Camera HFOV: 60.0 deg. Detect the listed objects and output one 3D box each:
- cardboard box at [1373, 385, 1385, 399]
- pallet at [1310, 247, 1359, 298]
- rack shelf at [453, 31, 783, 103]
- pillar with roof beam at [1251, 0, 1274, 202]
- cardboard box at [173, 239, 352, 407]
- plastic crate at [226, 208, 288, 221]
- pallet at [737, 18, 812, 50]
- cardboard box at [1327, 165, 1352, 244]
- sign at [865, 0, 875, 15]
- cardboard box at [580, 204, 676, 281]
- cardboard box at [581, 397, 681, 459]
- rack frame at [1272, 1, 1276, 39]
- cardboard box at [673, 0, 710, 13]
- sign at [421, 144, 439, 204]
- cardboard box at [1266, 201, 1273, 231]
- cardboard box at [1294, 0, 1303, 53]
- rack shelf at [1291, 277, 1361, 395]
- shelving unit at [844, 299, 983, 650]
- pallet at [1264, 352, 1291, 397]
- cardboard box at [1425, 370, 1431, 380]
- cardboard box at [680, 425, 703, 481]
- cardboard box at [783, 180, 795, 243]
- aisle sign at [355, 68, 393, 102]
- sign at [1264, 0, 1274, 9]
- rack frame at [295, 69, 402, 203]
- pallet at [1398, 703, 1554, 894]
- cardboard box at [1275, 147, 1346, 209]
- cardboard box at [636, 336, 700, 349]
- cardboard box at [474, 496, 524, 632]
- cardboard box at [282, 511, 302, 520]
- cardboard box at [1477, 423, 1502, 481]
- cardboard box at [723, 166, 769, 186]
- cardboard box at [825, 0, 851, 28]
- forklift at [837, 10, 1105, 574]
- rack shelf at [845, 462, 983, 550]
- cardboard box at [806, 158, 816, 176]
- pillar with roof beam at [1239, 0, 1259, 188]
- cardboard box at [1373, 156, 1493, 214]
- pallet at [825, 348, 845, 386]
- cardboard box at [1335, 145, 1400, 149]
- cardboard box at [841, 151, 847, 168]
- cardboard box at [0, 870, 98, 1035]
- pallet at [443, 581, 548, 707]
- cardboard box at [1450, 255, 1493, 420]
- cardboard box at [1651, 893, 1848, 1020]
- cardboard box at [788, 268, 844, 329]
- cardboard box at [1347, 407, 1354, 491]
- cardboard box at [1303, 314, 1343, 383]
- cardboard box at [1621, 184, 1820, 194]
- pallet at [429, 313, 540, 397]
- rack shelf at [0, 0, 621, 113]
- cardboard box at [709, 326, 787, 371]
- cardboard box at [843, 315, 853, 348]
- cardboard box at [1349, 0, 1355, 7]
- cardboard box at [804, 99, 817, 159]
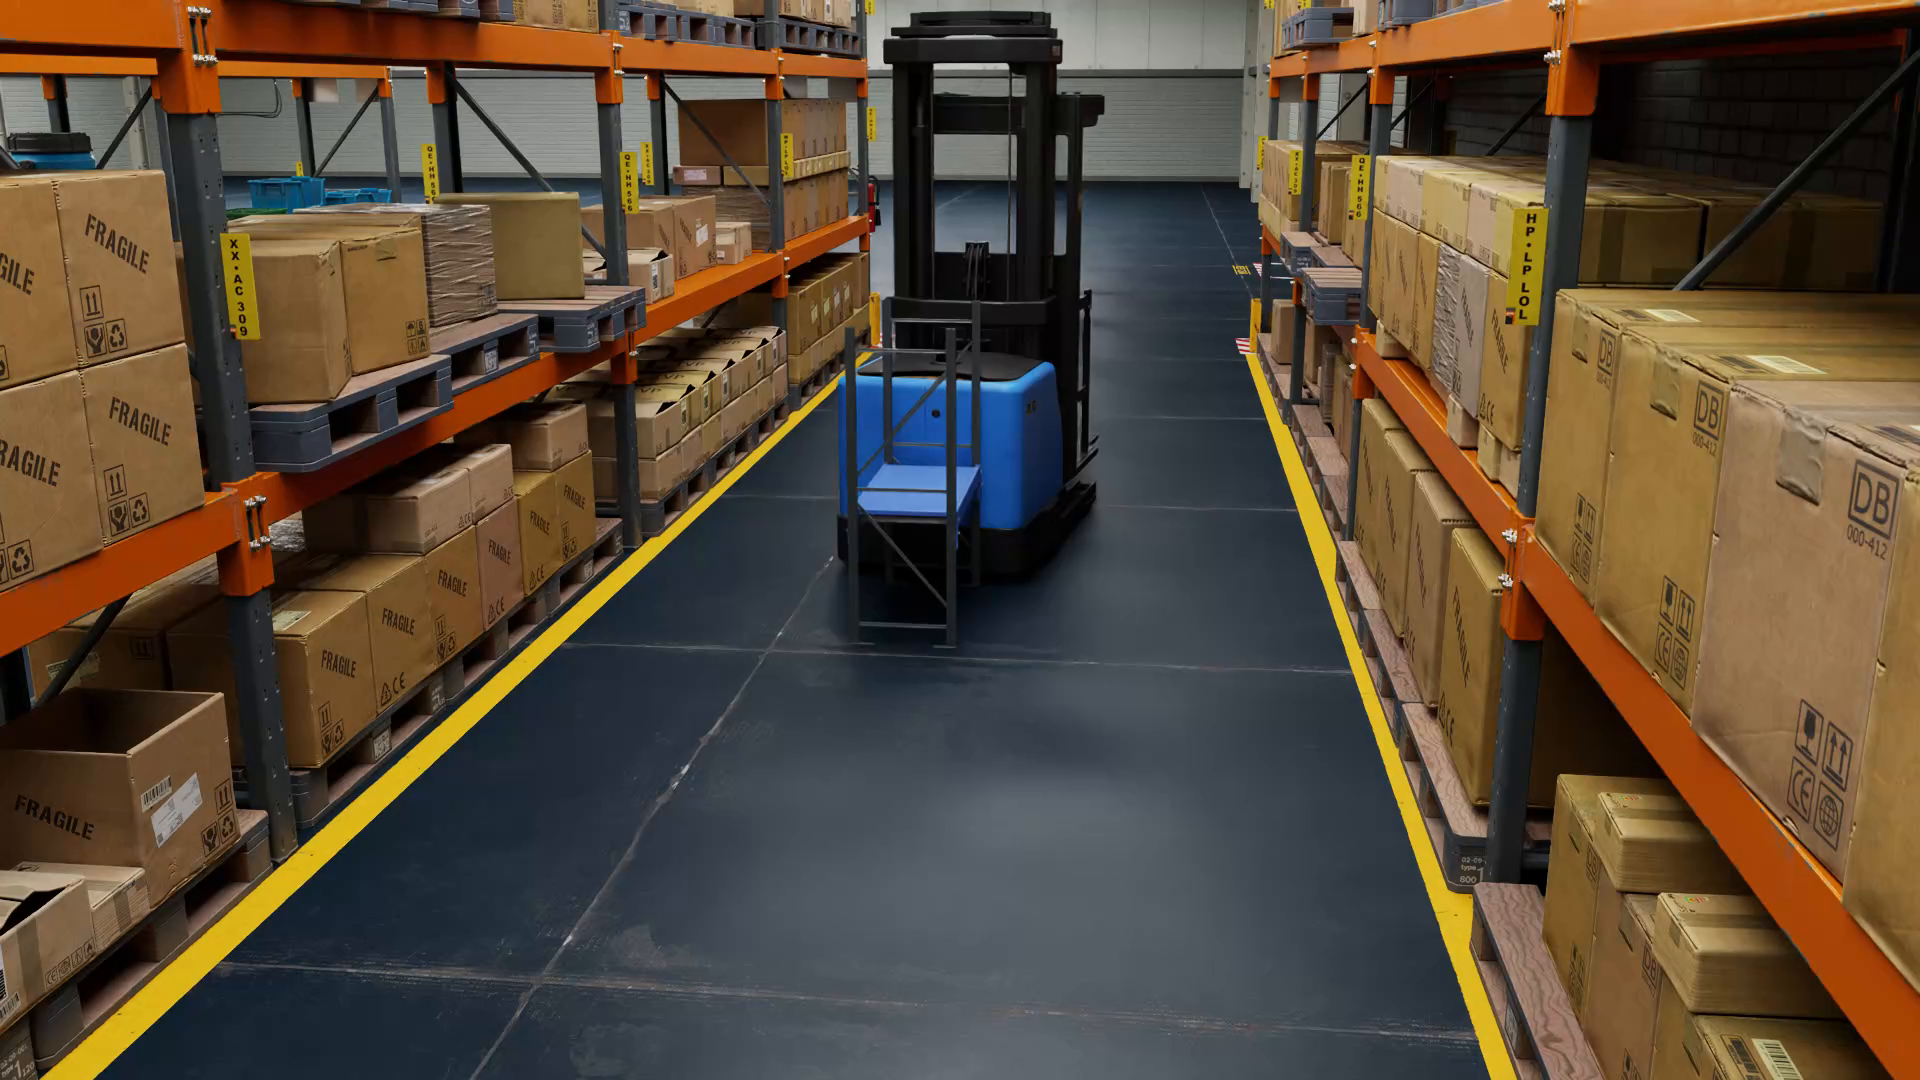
[{"bbox_3d":[2.752,-0.976,10.034,0.500,0.250,0.500,2,15,7],"label":"cardboard box"},{"bbox_3d":[2.779,-1.696,10.555,1.003,0.211,1.213,2,15,6],"label":"pallet"},{"bbox_3d":[-2.101,-3.038,10.784,1.077,0.370,4.000,2,15,6],"label":"rack shelf"},{"bbox_3d":[2.710,-12.389,38.241,9.100,9.000,0.400,2,15,6],"label":"pillar with roof beam"},{"bbox_3d":[-2.502,-0.749,5.689,0.700,0.500,0.500,-3,16,-13],"label":"cardboard box"},{"bbox_3d":[-6.363,-2.845,14.842,0.450,0.188,0.662,2,15,6],"label":"plastic crate"},{"bbox_3d":[-1.805,-4.084,13.441,1.003,0.211,1.213,2,15,6],"label":"pallet"},{"bbox_3d":[2.886,-2.296,11.374,0.700,0.500,0.500,3,15,12],"label":"cardboard box"},{"bbox_3d":[-0.886,-5.311,16.267,0.100,0.325,0.005,2,15,6],"label":"sign"},{"bbox_3d":[-2.153,-1.903,10.761,0.500,0.500,0.500,1,15,3],"label":"cardboard box"},{"bbox_3d":[-1.976,-0.692,9.864,0.500,0.311,0.500,2,15,8],"label":"cardboard box"},{"bbox_3d":[3.499,-6.245,15.517,1.000,3.000,0.127,2,15,6],"label":"rack frame"},{"bbox_3d":[-2.013,-3.733,11.456,0.500,0.250,0.500,0,15,1],"label":"cardboard box"},{"bbox_3d":[-2.878,-1.993,9.069,0.100,0.325,0.005,2,15,6],"label":"sign"},{"bbox_3d":[3.020,-2.902,14.896,0.500,0.250,0.500,1,15,5],"label":"cardboard box"},{"bbox_3d":[2.928,-4.086,13.052,0.500,0.500,0.500,0,15,2],"label":"cardboard box"},{"bbox_3d":[2.822,-1.445,10.639,1.077,0.370,4.000,2,15,6],"label":"rack shelf"},{"bbox_3d":[-0.206,-0.355,8.101,0.538,1.500,1.048,2,15,7],"label":"shelving unit"},{"bbox_3d":[3.223,-1.458,14.649,1.003,0.211,1.213,2,15,6],"label":"pallet"},{"bbox_3d":[2.211,-0.749,7.130,0.380,0.149,0.250,2,15,7],"label":"cardboard box"},{"bbox_3d":[-1.920,-0.552,10.420,0.500,0.250,0.500,1,15,5],"label":"cardboard box"},{"bbox_3d":[-1.778,-2.757,13.920,0.700,0.500,0.500,2,15,6],"label":"cardboard box"},{"bbox_3d":[-6.042,-4.906,17.077,0.394,0.787,0.004,2,15,6],"label":"aisle sign"},{"bbox_3d":[2.959,-5.235,15.854,0.100,0.325,0.005,2,15,6],"label":"sign"},{"bbox_3d":[-6.345,-3.641,17.380,1.000,3.000,0.127,2,15,6],"label":"rack frame"},{"bbox_3d":[2.157,0.907,5.903,1.003,0.211,1.213,2,15,6],"label":"pallet"},{"bbox_3d":[2.911,-3.002,13.831,0.500,0.500,0.500,1,15,5],"label":"cardboard box"},{"bbox_3d":[-2.231,-1.373,12.382,0.500,0.311,0.500,2,15,6],"label":"cardboard box"},{"bbox_3d":[-2.311,0.095,7.509,0.500,0.500,0.500,1,15,4],"label":"cardboard box"},{"bbox_3d":[-2.831,0.086,7.542,0.500,0.500,0.500,1,15,4],"label":"cardboard box"},{"bbox_3d":[1.906,-0.287,5.420,0.380,0.149,0.250,2,15,7],"label":"cardboard box"},{"bbox_3d":[-1.652,-2.882,13.139,0.380,0.149,0.250,2,15,6],"label":"cardboard box"},{"bbox_3d":[-1.292,-4.833,15.258,0.500,0.250,0.500,2,15,6],"label":"cardboard box"},{"bbox_3d":[0.225,-1.579,9.887,1.130,2.935,3.031,4,16,15],"label":"forklift"},{"bbox_3d":[-0.206,-0.181,8.147,0.538,0.185,1.000,2,15,7],"label":"rack shelf"},{"bbox_3d":[-1.481,-3.284,14.625,0.380,0.149,0.250,2,15,6],"label":"cardboard box"},{"bbox_3d":[3.387,-13.945,43.996,9.100,9.000,0.400,2,15,6],"label":"pillar with roof beam"},{"bbox_3d":[2.285,-1.720,8.040,0.500,0.250,0.500,2,15,8],"label":"cardboard box"},{"bbox_3d":[-1.609,-1.633,15.295,1.003,0.211,1.213,2,15,6],"label":"pallet"},{"bbox_3d":[3.479,-3.125,14.283,0.500,0.500,0.500,2,15,7],"label":"cardboard box"},{"bbox_3d":[-1.306,-3.683,16.100,0.380,0.149,0.250,2,15,8],"label":"cardboard box"},{"bbox_3d":[-2.645,1.055,4.323,0.500,0.311,0.500,2,15,6],"label":"cardboard box"},{"bbox_3d":[-2.589,0.435,7.648,1.003,0.211,1.213,2,15,6],"label":"pallet"},{"bbox_3d":[1.994,-0.698,5.697,0.500,0.500,0.500,2,15,7],"label":"cardboard box"},{"bbox_3d":[1.680,0.864,3.462,0.380,0.149,0.250,1,15,5],"label":"cardboard box"},{"bbox_3d":[-1.345,-2.194,15.056,0.500,0.500,0.500,2,15,6],"label":"cardboard box"},{"bbox_3d":[2.625,-0.468,9.592,0.700,0.500,0.500,2,15,7],"label":"cardboard box"},{"bbox_3d":[3.125,-1.588,13.733,0.500,0.500,0.500,1,15,2],"label":"cardboard box"},{"bbox_3d":[2.508,-1.048,5.553,0.500,0.250,0.500,2,15,7],"label":"cardboard box"},{"bbox_3d":[-2.541,-0.822,7.322,1.003,0.211,1.213,2,15,6],"label":"pallet"},{"bbox_3d":[-2.552,-2.001,6.947,1.077,0.370,4.000,2,15,6],"label":"rack shelf"},{"bbox_3d":[-1.636,-1.489,12.811,0.500,0.311,0.500,2,15,6],"label":"cardboard box"},{"bbox_3d":[-1.290,-1.962,15.633,0.500,0.250,0.500,2,15,6],"label":"cardboard box"},{"bbox_3d":[2.837,-3.620,10.923,0.500,0.311,0.500,2,15,8],"label":"cardboard box"},{"bbox_3d":[-1.662,-3.637,14.688,0.700,0.500,0.500,2,15,6],"label":"cardboard box"}]
